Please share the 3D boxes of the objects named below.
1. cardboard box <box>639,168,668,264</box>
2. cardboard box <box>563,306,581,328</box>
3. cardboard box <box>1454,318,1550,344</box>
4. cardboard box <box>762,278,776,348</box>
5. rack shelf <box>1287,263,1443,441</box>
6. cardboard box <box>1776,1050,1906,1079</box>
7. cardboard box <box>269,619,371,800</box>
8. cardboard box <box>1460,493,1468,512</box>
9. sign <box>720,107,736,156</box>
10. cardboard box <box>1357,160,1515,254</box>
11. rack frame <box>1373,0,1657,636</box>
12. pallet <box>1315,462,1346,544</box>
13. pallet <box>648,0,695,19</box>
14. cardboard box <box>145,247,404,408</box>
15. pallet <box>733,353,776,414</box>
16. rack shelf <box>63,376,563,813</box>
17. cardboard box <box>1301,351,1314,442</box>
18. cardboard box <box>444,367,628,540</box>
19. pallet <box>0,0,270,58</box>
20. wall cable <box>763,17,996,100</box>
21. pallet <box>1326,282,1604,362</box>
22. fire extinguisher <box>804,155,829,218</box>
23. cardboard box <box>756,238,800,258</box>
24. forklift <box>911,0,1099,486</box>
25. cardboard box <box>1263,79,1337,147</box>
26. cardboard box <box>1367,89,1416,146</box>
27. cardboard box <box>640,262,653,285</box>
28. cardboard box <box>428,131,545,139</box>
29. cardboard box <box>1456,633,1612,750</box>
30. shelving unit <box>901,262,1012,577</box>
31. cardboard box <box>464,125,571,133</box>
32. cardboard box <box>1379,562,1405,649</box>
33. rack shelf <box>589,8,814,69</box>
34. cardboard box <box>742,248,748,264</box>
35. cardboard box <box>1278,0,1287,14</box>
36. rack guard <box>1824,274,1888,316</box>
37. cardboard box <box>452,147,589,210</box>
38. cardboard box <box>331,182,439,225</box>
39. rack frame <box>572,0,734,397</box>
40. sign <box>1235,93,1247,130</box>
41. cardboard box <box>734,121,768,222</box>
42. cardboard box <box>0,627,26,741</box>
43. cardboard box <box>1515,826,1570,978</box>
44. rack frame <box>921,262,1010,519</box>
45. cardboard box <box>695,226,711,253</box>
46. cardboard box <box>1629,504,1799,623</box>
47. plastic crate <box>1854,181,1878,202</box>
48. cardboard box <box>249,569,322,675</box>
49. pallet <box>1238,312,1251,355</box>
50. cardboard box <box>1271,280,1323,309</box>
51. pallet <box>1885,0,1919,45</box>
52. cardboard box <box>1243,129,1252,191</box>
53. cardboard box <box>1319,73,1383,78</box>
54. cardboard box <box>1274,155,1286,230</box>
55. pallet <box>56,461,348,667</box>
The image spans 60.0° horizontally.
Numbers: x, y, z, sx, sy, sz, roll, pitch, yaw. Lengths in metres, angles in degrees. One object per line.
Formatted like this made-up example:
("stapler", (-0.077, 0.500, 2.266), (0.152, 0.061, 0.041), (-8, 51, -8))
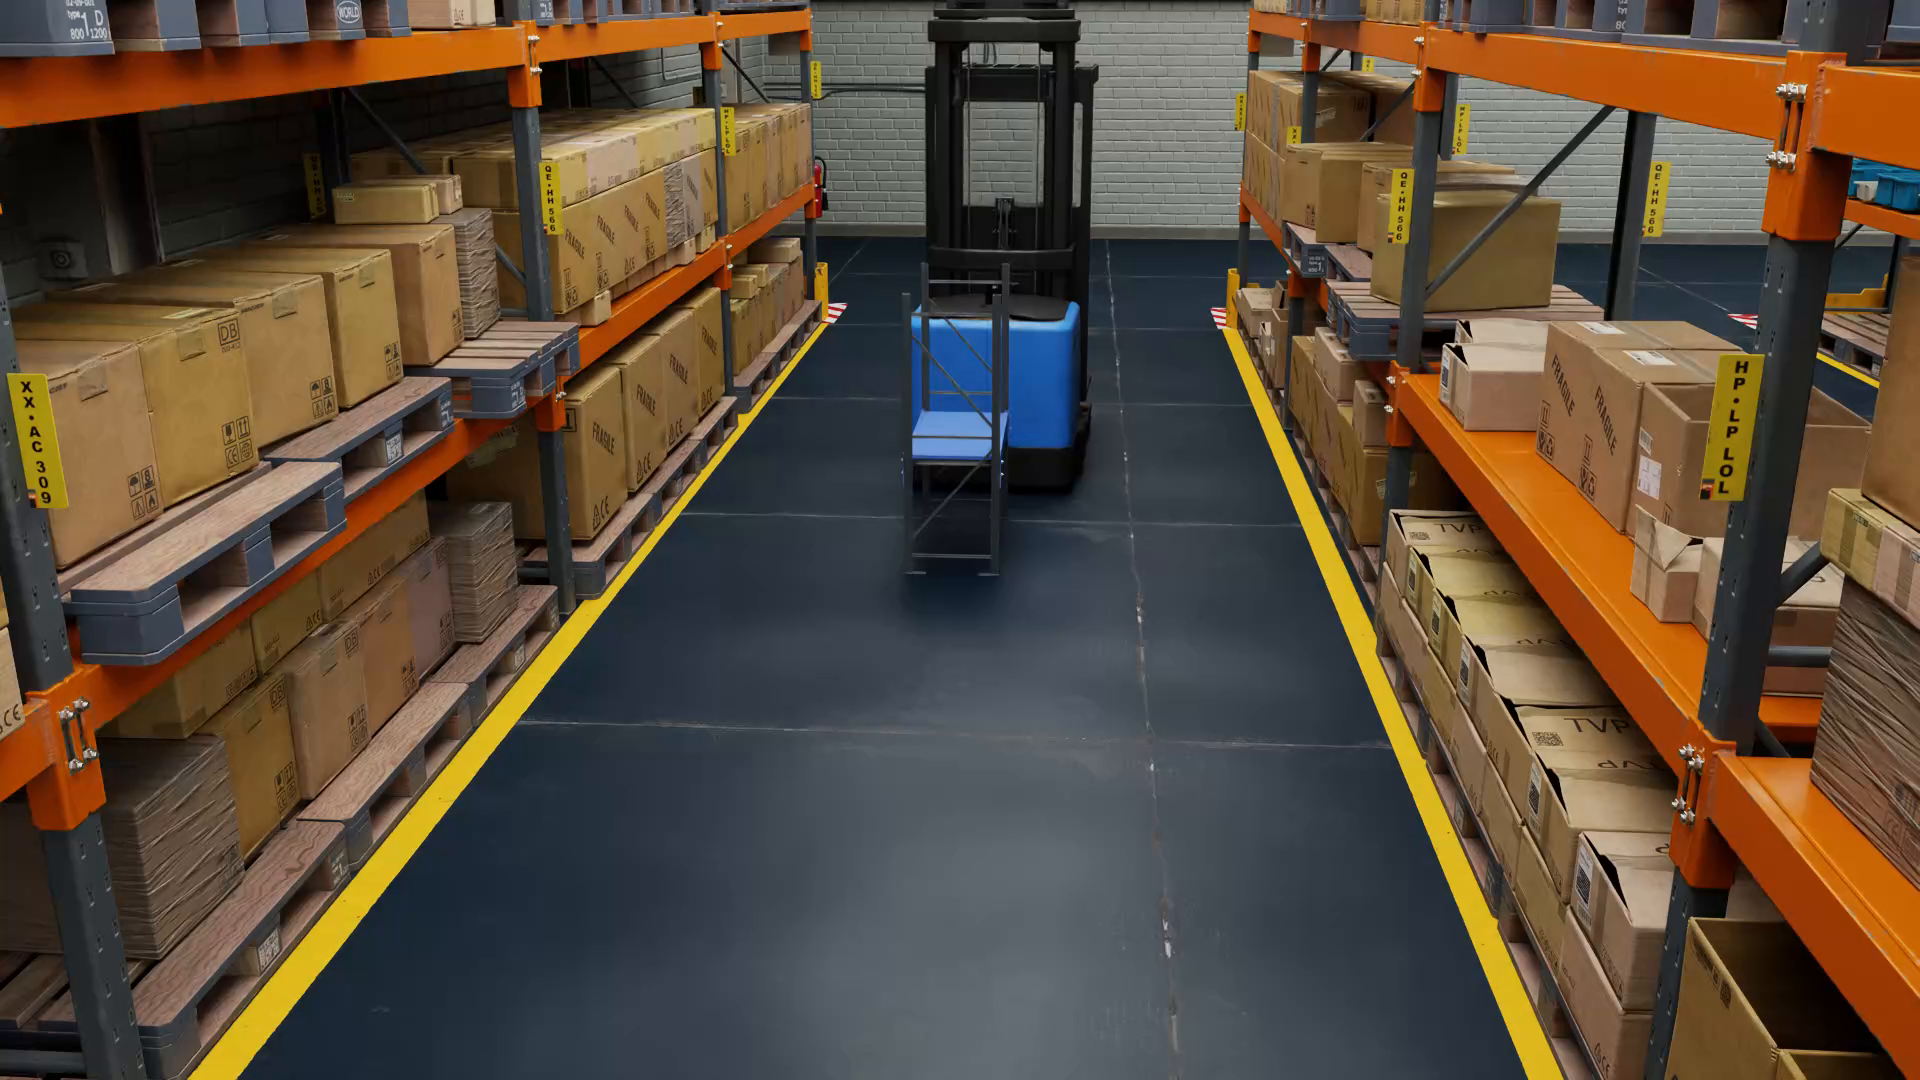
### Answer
("cardboard box", (-2.030, -1.894, 9.717), (0.500, 0.500, 0.500), (2, 18, 5))
("cardboard box", (-2.151, -1.138, 8.449), (0.380, 0.149, 0.250), (2, 18, 5))
("cardboard box", (2.439, -0.809, 7.217), (0.500, 0.311, 0.500), (2, 18, 7))
("cardboard box", (-1.912, -1.872, 13.658), (0.700, 0.500, 0.500), (2, 18, 5))
("rack shelf", (2.652, -1.242, 9.552), (1.077, 0.370, 4.000), (1, 18, 4))
("cardboard box", (1.848, 1.323, 3.107), (0.500, 0.500, 0.500), (1, 18, 4))
("cardboard box", (-2.620, 0.601, 6.081), (0.700, 0.500, 0.500), (1, 18, 5))
("cardboard box", (2.858, -0.282, 8.774), (0.500, 0.500, 0.500), (1, 18, 2))
("sign", (-1.604, -2.818, 11.474), (0.100, 0.325, 0.005), (1, 18, 4))
("cardboard box", (2.730, -1.902, 9.576), (0.700, 0.500, 0.500), (-3, 18, -10))
("rack frame", (2.508, -0.963, 7.545), (1.000, 3.000, 0.127), (1, 18, 4))
("pallet", (2.690, -0.247, 9.837), (1.003, 0.211, 1.213), (1, 18, 4))
("pallet", (-2.163, -3.363, 10.360), (0.805, 0.209, 1.217), (1, 18, 2))
("cardboard box", (-2.524, -0.795, 6.166), (0.700, 0.500, 0.500), (1, 18, 4))
("pallet", (-2.014, -1.224, 12.820), (1.003, 0.211, 1.213), (1, 18, 4))
("rack shelf", (-2.576, -0.109, 6.095), (1.077, 0.370, 4.000), (1, 18, 4))
("cardboard box", (2.490, -0.916, 10.708), (0.500, 0.500, 0.500), (2, 18, 5))
("cardboard box", (-2.249, -0.476, 8.836), (0.750, 0.750, 0.750), (1, 18, 3))
("pallet", (-2.569, -1.356, 4.227), (1.213, 0.211, 1.003), (1, 18, 4))
("wall cable", (-1.097, -6.681, 20.347), (3.097, 2.526, 0.112), (1, 18, 4))
("pallet", (2.487, -1.084, 8.222), (1.213, 0.211, 1.003), (1, 18, 4))
("fire extinguisher", (-1.388, -3.380, 15.643), (0.296, 0.674, 0.183), (1, 18, 4))
("cardboard box", (-1.637, -2.613, 14.880), (0.380, 0.149, 0.250), (1, 18, 3))
("forklift", (0.348, -2.137, 11.238), (1.130, 2.935, 3.031), (2, 18, 7))
("cardboard box", (2.681, -3.363, 13.102), (0.500, 0.500, 0.500), (1, 18, 3))
("cardboard box", (3.110, -2.868, 11.592), (0.500, 0.500, 0.500), (2, 18, 5))
("cardboard box", (-2.053, -1.618, 9.914), (0.380, 0.149, 0.250), (2, 18, 6))
("cardboard box", (-2.578, -2.094, 9.121), (0.500, 0.250, 0.500), (1, 18, 3))
("cardboard box", (2.074, 0.515, 5.875), (0.500, 0.311, 0.500), (1, 18, 3))
("shelving unit", (-0.006, -0.686, 9.109), (0.538, 1.500, 1.048), (1, 18, 4))
("cardboard box", (-2.542, -2.252, 9.604), (0.500, 0.250, 0.500), (1, 18, 3))
("cardboard box", (2.178, 0.300, 7.431), (0.500, 0.250, 0.500), (1, 18, 4))
("rack shelf", (-2.003, -4.019, 13.211), (1.077, 0.370, 4.000), (1, 18, 4))
("cardboard box", (-2.054, -2.466, 14.429), (0.380, 0.149, 0.250), (1, 18, 4))
("cardboard box", (2.638, -4.027, 12.319), (0.500, 0.250, 0.500), (1, 18, 4))
("rack guard", (8.011, -2.156, 15.199), (1.175, 0.500, 0.348), (1, 18, 4))
("cardboard box", (-2.141, -1.771, 8.137), (0.500, 0.250, 0.500), (2, 18, 5))
("cardboard box", (-2.436, -1.429, 7.059), (0.380, 0.149, 0.250), (-2, 18, -5))
("rack frame", (-2.146, -2.315, 11.670), (1.000, 3.000, 0.127), (1, 18, 4))
("sign", (2.541, -3.871, 15.029), (0.100, 0.325, 0.005), (1, 18, 4))
("cardboard box", (-2.033, -2.852, 12.828), (0.980, 0.700, 0.700), (1, 18, 3))
("cardboard box", (-2.451, 0.386, 3.638), (0.500, 0.250, 0.500), (1, 18, 4))
("cardboard box", (2.000, 1.094, 5.008), (0.500, 0.250, 0.500), (1, 18, 3))
("rack frame", (0.030, -0.844, 9.590), (0.500, 1.500, 0.032), (1, 18, 4))
("cardboard box", (-1.882, -2.015, 11.125), (0.380, 0.149, 0.250), (2, 18, 5))
("cardboard box", (2.101, 0.066, 4.620), (0.396, 0.266, 0.258), (1, 18, 3))
("plastic crate", (7.522, -2.861, 13.665), (0.250, 0.136, 0.298), (1, 18, 4))
("cardboard box", (-2.622, 0.265, 5.901), (0.500, 0.250, 0.500), (1, 18, 2))
("pallet", (3.020, -1.851, 14.734), (1.003, 0.211, 1.213), (1, 18, 4))
("cardboard box", (2.925, -1.812, 13.437), (0.797, 0.503, 0.637), (1, 18, 4))
("pallet", (2.186, -0.839, 2.490), (1.003, 0.211, 1.213), (1, 18, 4))
("cardboard box", (2.787, -3.363, 14.709), (0.500, 0.500, 0.500), (2, 18, 5))
("cardboard box", (3.289, -3.669, 14.037), (0.500, 0.500, 0.500), (2, 18, 5))
("cardboard box", (2.611, -2.574, 12.300), (0.500, 0.500, 0.500), (2, 18, 5))
("pallet", (-2.520, 0.027, 4.832), (1.003, 0.211, 1.213), (1, 18, 4))
